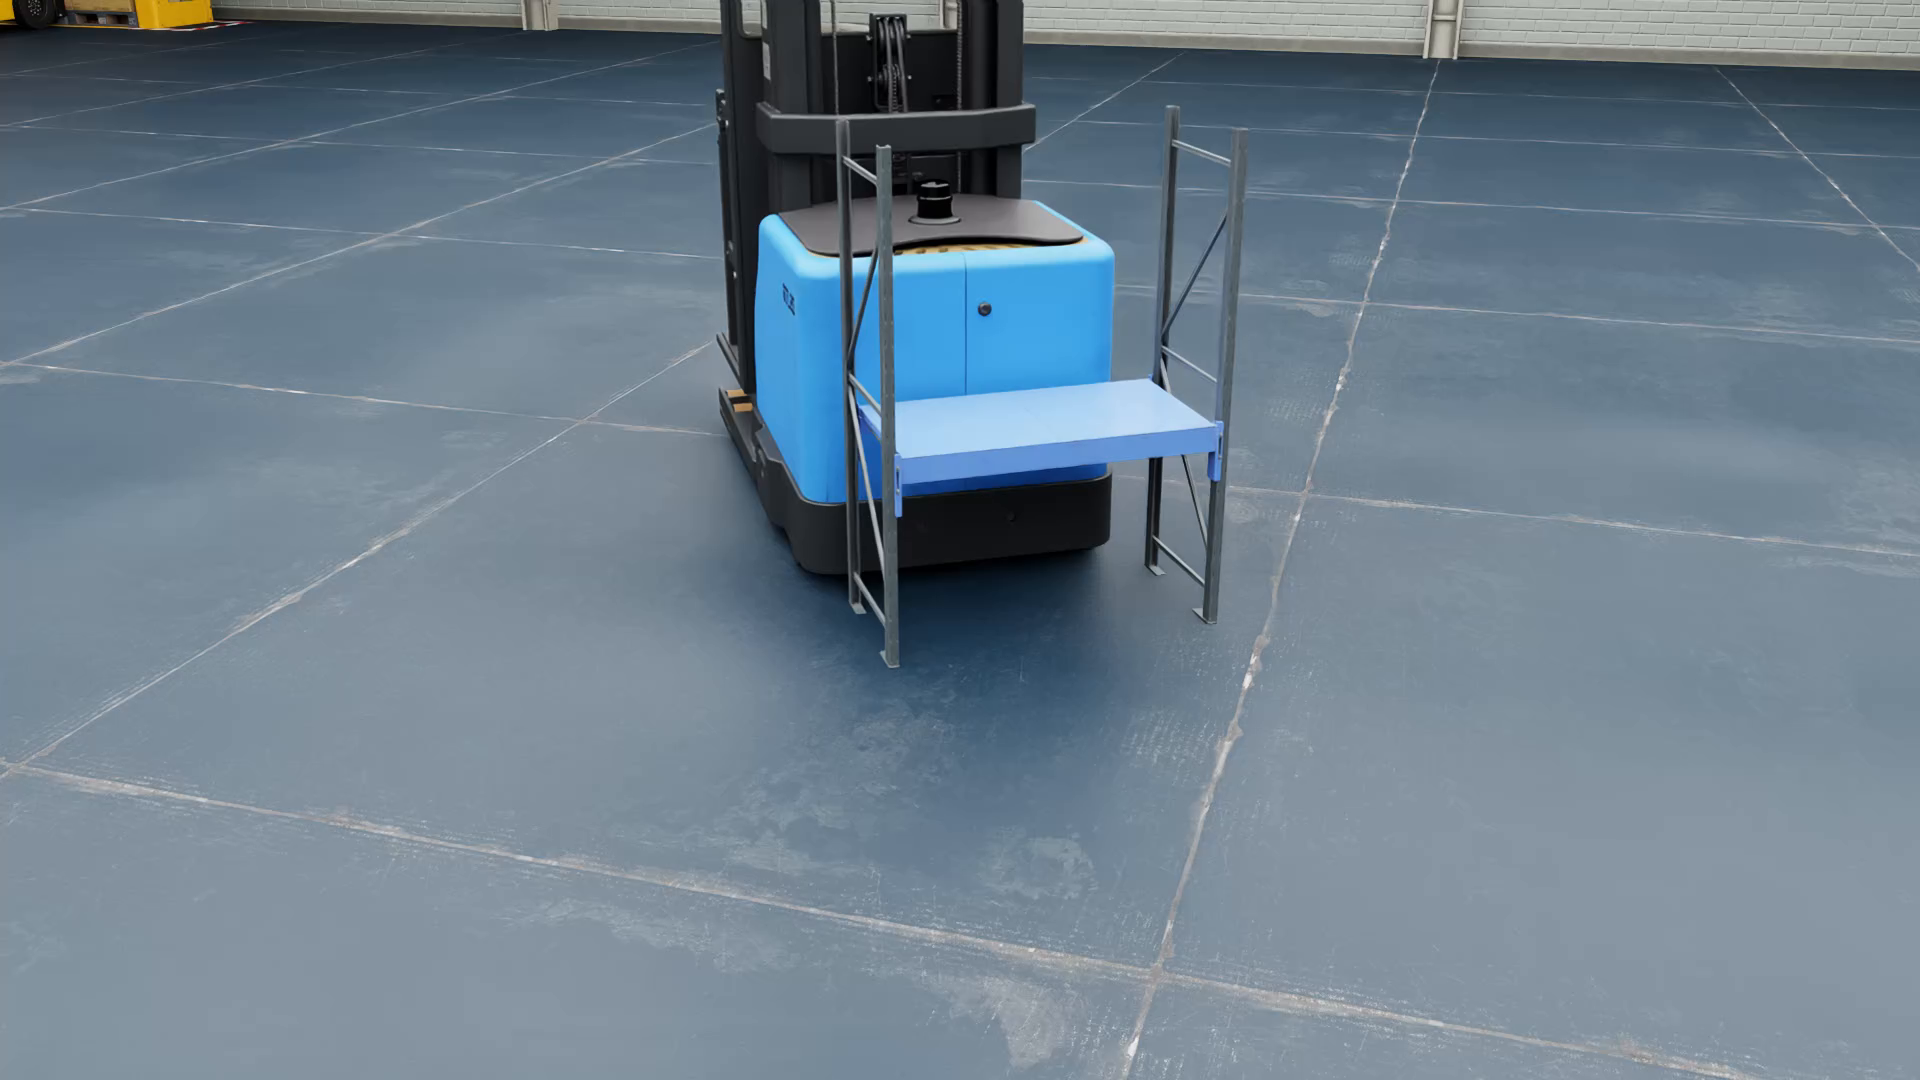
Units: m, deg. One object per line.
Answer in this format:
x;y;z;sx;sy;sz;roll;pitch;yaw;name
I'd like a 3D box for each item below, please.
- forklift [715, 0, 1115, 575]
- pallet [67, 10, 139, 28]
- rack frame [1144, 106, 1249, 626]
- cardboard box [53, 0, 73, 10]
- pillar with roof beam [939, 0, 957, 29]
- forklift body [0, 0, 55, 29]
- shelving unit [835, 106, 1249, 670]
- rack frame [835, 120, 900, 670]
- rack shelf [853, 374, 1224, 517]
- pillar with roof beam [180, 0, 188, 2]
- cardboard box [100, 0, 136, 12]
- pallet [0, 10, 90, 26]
-0.372;-1.775;6.235;1.130;2.935;3.031;-6;23;-14;forklift
-11.864;-7.472;23.707;1.213;0.211;1.003;7;23;16;pallet
0.705;-0.522;5.066;0.032;1.500;0.500;-7;23;-16;rack frame
-12.610;-7.668;23.582;0.500;0.250;0.500;7;23;16;cardboard box
-1.281;-8.993;15.836;0.400;9.000;9.100;7;23;16;pillar with roof beam
-13.462;-7.846;22.063;1.214;2.155;2.313;7;23;16;forklift body
0.220;-0.465;4.926;1.048;1.500;0.538;-7;23;-16;shelving unit
-0.265;-0.407;4.786;0.032;1.500;0.500;-7;23;-16;rack frame
0.220;-0.298;4.994;1.000;0.185;0.538;-7;23;-16;rack shelf
-12.769;-10.309;19.043;0.400;9.000;9.100;7;23;16;pillar with roof beam
-11.660;-7.552;23.299;0.500;0.250;0.500;7;23;16;cardboard box
-13.028;-7.606;24.035;1.213;0.211;1.003;7;23;15;pallet
